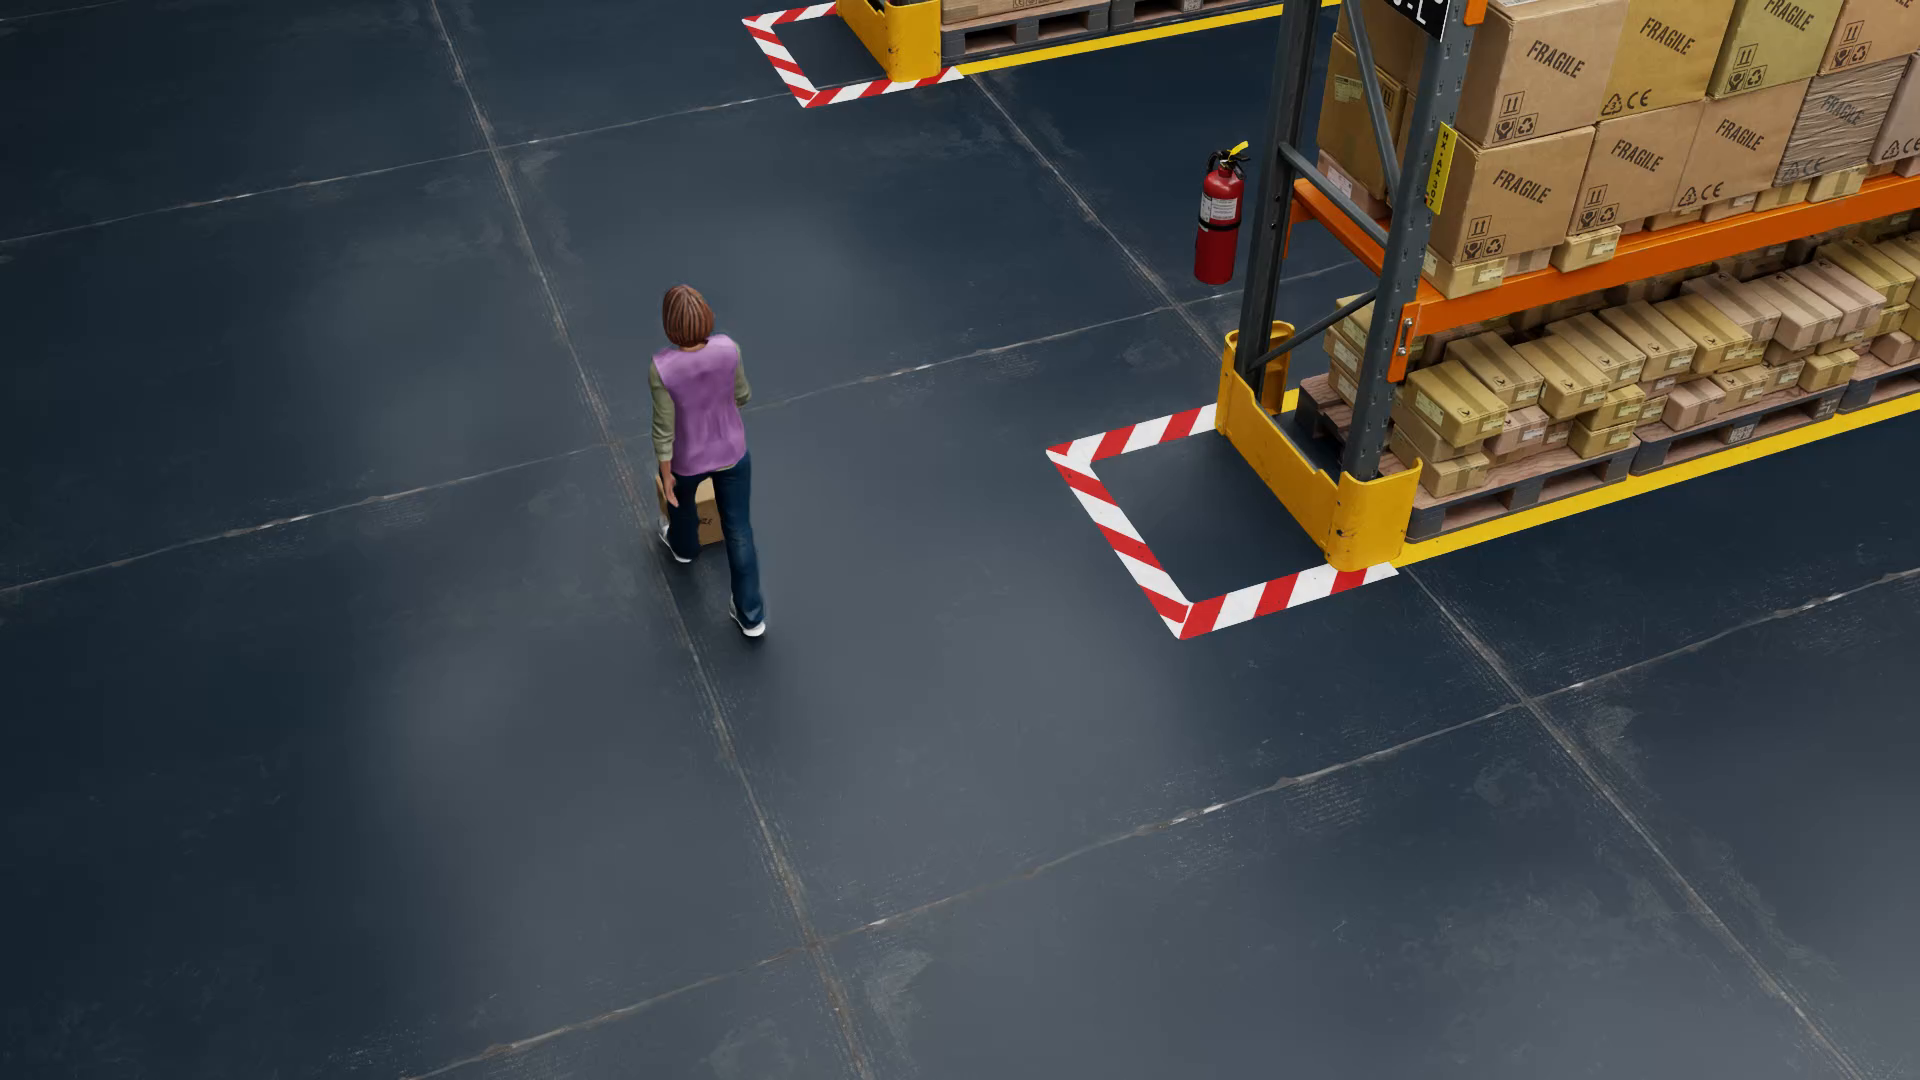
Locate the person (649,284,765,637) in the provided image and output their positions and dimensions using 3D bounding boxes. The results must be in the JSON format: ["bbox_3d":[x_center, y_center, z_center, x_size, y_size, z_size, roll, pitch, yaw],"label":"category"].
[{"bbox_3d":[-1.027,-0.388,6.603,0.425,1.548,0.838,-15,44,-16],"label":"person"}]
